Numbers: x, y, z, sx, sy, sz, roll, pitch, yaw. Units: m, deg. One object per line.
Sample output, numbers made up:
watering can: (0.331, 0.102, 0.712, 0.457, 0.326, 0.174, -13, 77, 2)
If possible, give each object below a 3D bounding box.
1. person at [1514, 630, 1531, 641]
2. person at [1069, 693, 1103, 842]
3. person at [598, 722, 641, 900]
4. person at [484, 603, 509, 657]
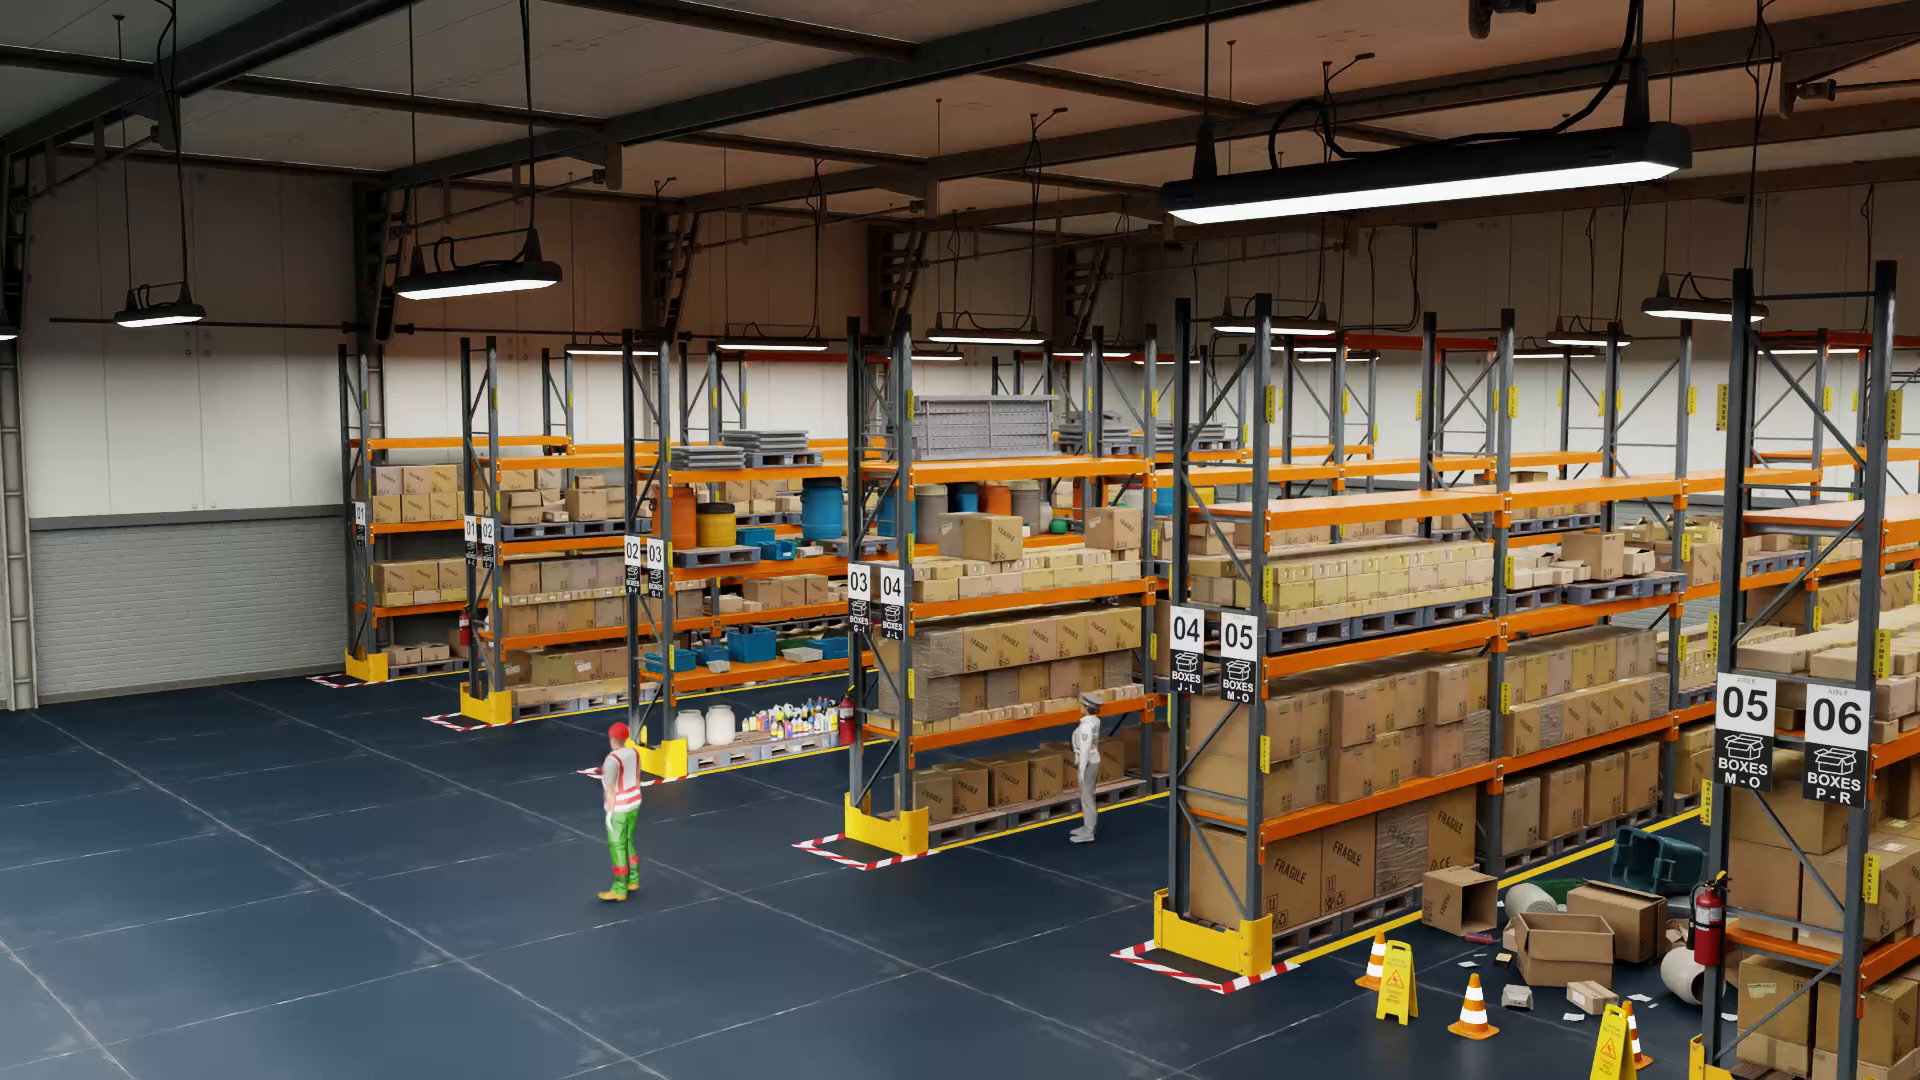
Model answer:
person: (8.345, 2.112, 24.792, 0.453, 1.670, 0.362, -3, 6, -29)
person: (1.451, 2.609, 19.149, 0.381, 1.686, 0.530, 1, 5, 6)
person: (-3.454, 2.751, 16.958, 0.359, 1.821, 0.598, 2, 5, 20)
person: (-7.783, 1.810, 28.105, 0.496, 1.692, 0.366, -3, 6, -28)
